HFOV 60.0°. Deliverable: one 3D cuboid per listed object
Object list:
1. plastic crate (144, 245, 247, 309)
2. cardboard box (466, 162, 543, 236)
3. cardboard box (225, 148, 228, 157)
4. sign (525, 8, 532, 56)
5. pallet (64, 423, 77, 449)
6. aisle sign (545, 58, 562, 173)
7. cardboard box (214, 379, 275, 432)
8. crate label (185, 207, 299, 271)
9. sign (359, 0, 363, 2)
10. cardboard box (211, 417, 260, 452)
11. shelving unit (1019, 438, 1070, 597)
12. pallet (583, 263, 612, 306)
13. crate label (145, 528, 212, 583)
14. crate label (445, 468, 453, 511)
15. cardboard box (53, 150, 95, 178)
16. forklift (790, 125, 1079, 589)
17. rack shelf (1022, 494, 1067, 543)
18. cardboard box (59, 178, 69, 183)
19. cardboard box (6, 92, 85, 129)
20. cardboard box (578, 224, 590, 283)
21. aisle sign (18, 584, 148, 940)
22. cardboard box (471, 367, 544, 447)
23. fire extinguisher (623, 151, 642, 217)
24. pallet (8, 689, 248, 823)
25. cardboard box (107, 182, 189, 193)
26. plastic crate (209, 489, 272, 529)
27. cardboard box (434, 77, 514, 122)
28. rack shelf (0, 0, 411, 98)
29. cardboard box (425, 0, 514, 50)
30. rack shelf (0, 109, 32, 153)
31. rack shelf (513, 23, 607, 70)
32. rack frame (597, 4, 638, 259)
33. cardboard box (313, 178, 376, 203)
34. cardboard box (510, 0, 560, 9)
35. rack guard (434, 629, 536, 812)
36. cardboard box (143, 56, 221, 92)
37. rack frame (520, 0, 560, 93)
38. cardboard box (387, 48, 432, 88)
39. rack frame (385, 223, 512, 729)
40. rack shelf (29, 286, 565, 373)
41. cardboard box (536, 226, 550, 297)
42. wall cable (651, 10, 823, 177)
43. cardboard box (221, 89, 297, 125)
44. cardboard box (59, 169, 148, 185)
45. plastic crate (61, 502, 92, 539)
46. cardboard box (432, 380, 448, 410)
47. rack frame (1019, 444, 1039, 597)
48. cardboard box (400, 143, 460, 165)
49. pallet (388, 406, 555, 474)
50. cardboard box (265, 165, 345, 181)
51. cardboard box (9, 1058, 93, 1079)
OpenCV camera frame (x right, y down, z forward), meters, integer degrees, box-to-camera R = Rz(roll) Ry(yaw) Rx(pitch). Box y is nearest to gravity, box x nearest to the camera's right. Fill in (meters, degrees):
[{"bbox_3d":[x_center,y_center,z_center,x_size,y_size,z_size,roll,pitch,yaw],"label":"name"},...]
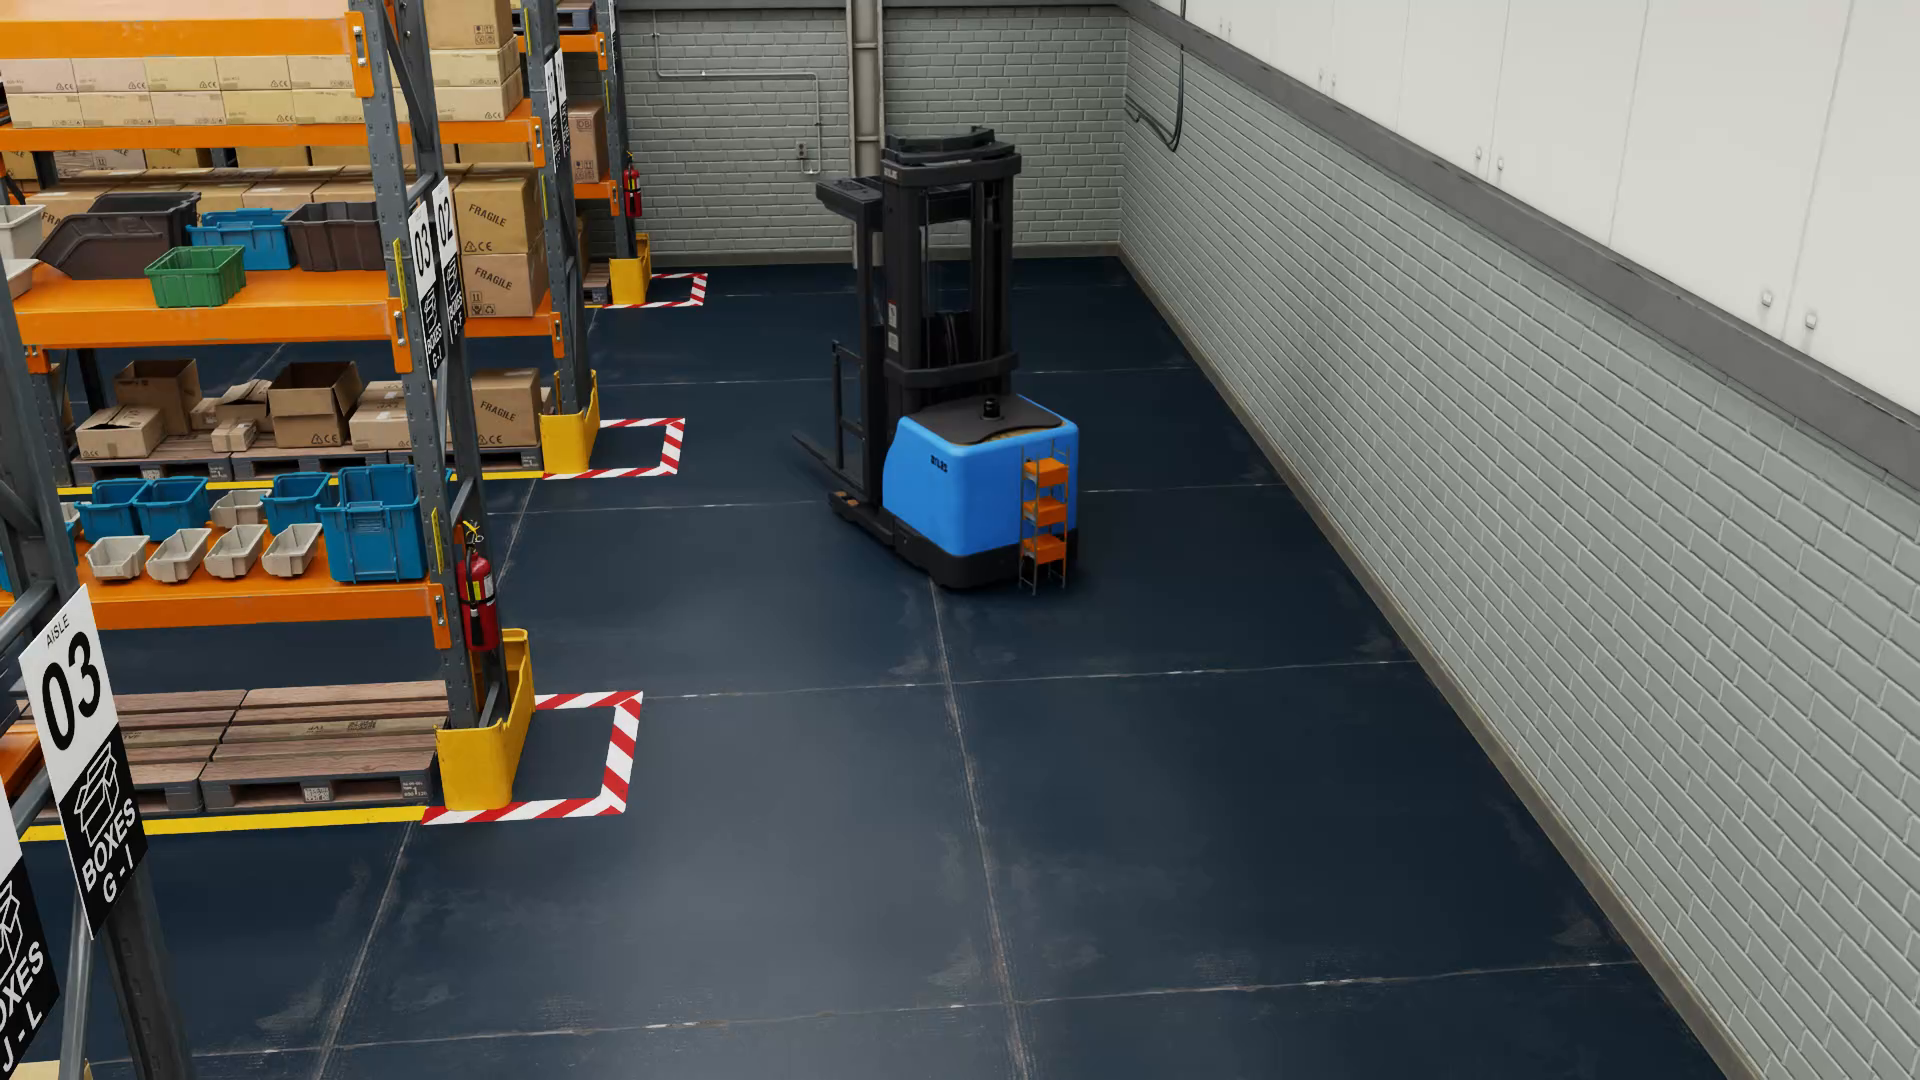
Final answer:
[{"bbox_3d":[-3.643,-1.261,7.962,0.336,0.188,0.450,-2,24,-5],"label":"plastic crate"},{"bbox_3d":[-3.640,-2.736,13.358,0.500,0.500,0.500,-2,24,-4],"label":"cardboard box"},{"bbox_3d":[-8.127,-4.261,17.630,0.500,0.500,0.500,-3,24,-7],"label":"cardboard box"},{"bbox_3d":[-3.138,-3.695,12.086,0.005,0.325,0.100,-2,24,-5],"label":"sign"},{"bbox_3d":[-7.959,-0.663,13.481,1.213,0.211,1.003,-2,24,-5],"label":"pallet"},{"bbox_3d":[-3.075,-3.211,12.581,0.004,0.787,0.394,-2,24,-5],"label":"aisle sign"},{"bbox_3d":[-5.868,-1.124,13.855,0.500,0.311,0.500,-2,24,-5],"label":"cardboard box"},{"bbox_3d":[-3.640,-1.539,8.509,0.502,0.251,0.408,-2,24,-5],"label":"crate label"},{"bbox_3d":[-2.619,-2.514,7.225,0.005,0.325,0.100,-2,24,-5],"label":"sign"},{"bbox_3d":[-5.855,-0.859,13.436,0.250,0.166,0.380,-2,24,-5],"label":"cardboard box"},{"bbox_3d":[0.568,-0.151,11.296,0.252,1.050,0.215,-14,28,-28],"label":"shelving unit"},{"bbox_3d":[-4.451,-2.809,18.309,1.213,0.211,1.003,-2,24,-5],"label":"pallet"},{"bbox_3d":[-4.048,0.083,8.620,0.243,0.136,0.396,-2,24,-5],"label":"crate label"},{"bbox_3d":[-2.968,-0.216,9.176,0.303,0.233,0.416,-2,24,-5],"label":"crate label"},{"bbox_3d":[-9.086,-4.016,17.079,0.500,0.500,0.500,-2,24,-5],"label":"cardboard box"},{"bbox_3d":[-0.346,-1.564,12.159,1.130,2.935,3.031,-13,27,-28],"label":"forklift"},{"bbox_3d":[0.568,-0.142,11.301,0.240,0.259,0.215,-14,28,-28],"label":"rack shelf"},{"bbox_3d":[-9.221,-3.720,17.212,0.250,0.149,0.380,-3,24,-7],"label":"cardboard box"},{"bbox_3d":[-6.645,-3.206,12.262,0.500,0.250,0.500,-2,24,-5],"label":"cardboard box"},{"bbox_3d":[-4.350,-3.128,18.154,0.500,0.500,0.700,-2,24,-5],"label":"cardboard box"},{"bbox_3d":[-2.161,0.548,4.124,0.004,0.787,0.394,-2,24,-5],"label":"aisle sign"},{"bbox_3d":[-3.690,-1.082,13.527,0.500,0.500,0.500,-2,24,-5],"label":"cardboard box"},{"bbox_3d":[-3.468,-3.760,17.571,0.183,0.674,0.296,-2,24,-5],"label":"fire extinguisher"},{"bbox_3d":[-4.725,1.197,9.298,1.213,0.211,1.003,-2,24,-5],"label":"pallet"},{"bbox_3d":[-6.143,-2.413,12.632,0.500,0.500,0.500,-3,24,-7],"label":"cardboard box"},{"bbox_3d":[-3.970,-0.166,9.181,0.298,0.136,0.250,-2,24,-5],"label":"plastic crate"},{"bbox_3d":[-3.658,-3.319,12.517,0.500,0.250,0.500,-2,24,-5],"label":"cardboard box"},{"bbox_3d":[-4.680,-2.292,7.706,4.000,0.370,1.077,-2,24,-5],"label":"rack shelf"},{"bbox_3d":[-3.682,-3.991,12.488,0.500,0.500,0.700,-2,24,-5],"label":"cardboard box"},{"bbox_3d":[-9.144,-2.947,12.379,4.000,0.370,1.077,-2,24,-5],"label":"rack shelf"},{"bbox_3d":[-5.654,-5.109,17.243,4.000,0.370,1.077,-2,24,-5],"label":"rack shelf"},{"bbox_3d":[-3.663,-4.146,17.886,0.127,3.000,1.000,-2,24,-5],"label":"rack frame"},{"bbox_3d":[-4.607,-2.475,12.771,0.500,0.500,0.500,-2,24,-4],"label":"cardboard box"},{"bbox_3d":[-4.366,-5.550,16.894,0.500,0.250,0.500,-2,24,-4],"label":"cardboard box"},{"bbox_3d":[-2.667,0.994,9.398,0.348,0.500,1.175,-2,24,-5],"label":"rack guard"},{"bbox_3d":[-5.649,-3.470,12.240,0.500,0.250,0.500,-2,24,-5],"label":"cardboard box"},{"bbox_3d":[-3.173,-4.886,12.163,0.127,3.000,1.000,-2,24,-5],"label":"rack frame"},{"bbox_3d":[-4.157,-3.531,12.378,0.500,0.250,0.500,-2,24,-5],"label":"cardboard box"},{"bbox_3d":[-2.690,-0.142,8.877,0.127,3.000,1.000,-2,24,-5],"label":"rack frame"},{"bbox_3d":[-5.163,-1.736,13.348,4.000,0.370,1.077,-2,24,-5],"label":"rack shelf"},{"bbox_3d":[-3.640,-2.279,13.561,0.500,0.500,0.500,-2,24,-4],"label":"cardboard box"},{"bbox_3d":[-2.482,-5.044,18.655,1.851,1.984,0.084,-2,24,-5],"label":"wall cable"},{"bbox_3d":[-5.152,-3.265,12.395,0.500,0.250,0.500,-2,24,-5],"label":"cardboard box"},{"bbox_3d":[-6.676,-2.612,13.080,0.500,0.500,0.500,-2,24,-5],"label":"cardboard box"},{"bbox_3d":[-4.967,-0.080,8.988,0.466,0.136,0.293,-2,24,-5],"label":"plastic crate"},{"bbox_3d":[-4.239,-1.162,14.015,0.500,0.250,0.500,-2,24,-5],"label":"cardboard box"},{"bbox_3d":[0.464,-0.126,11.238,0.008,1.050,0.200,-14,28,-28],"label":"rack frame"},{"bbox_3d":[-5.652,-4.199,17.634,0.700,0.700,0.980,-3,24,-8],"label":"cardboard box"},{"bbox_3d":[-4.042,-0.835,13.869,1.213,0.211,1.003,-2,24,-5],"label":"pallet"},{"bbox_3d":[-5.164,-2.673,13.217,0.500,0.500,0.500,-3,24,-6],"label":"cardboard box"},{"bbox_3d":[-2.707,1.703,4.545,0.500,0.250,0.500,-3,24,-7],"label":"cardboard box"}]
